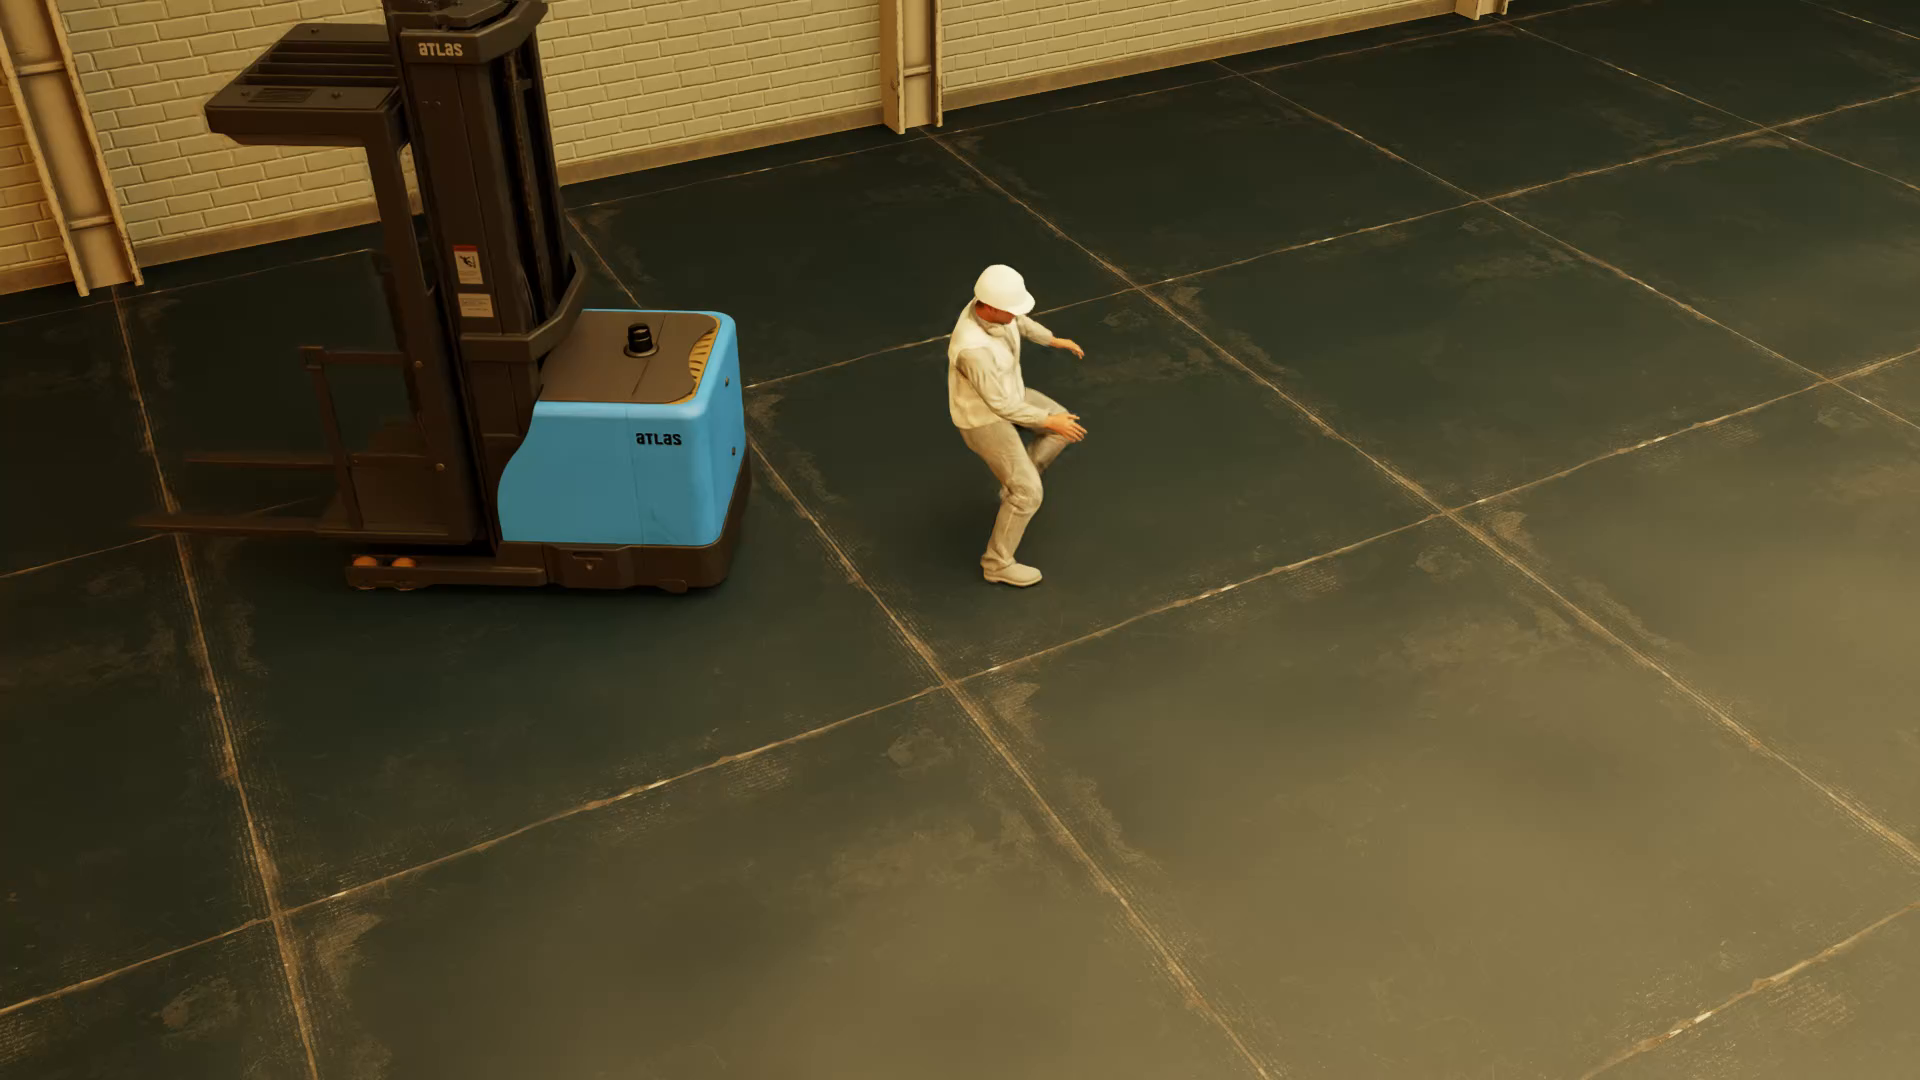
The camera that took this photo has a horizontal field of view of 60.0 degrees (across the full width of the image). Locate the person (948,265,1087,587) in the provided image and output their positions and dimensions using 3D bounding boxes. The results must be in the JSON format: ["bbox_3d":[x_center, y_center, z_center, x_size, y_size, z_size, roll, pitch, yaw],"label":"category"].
[{"bbox_3d":[0.314,-0.660,8.225,0.766,1.588,0.869,10,36,14],"label":"person"}]

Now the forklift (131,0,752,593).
[{"bbox_3d":[-2.658,-1.246,7.885,3.031,2.935,1.130,2,35,2],"label":"forklift"}]
